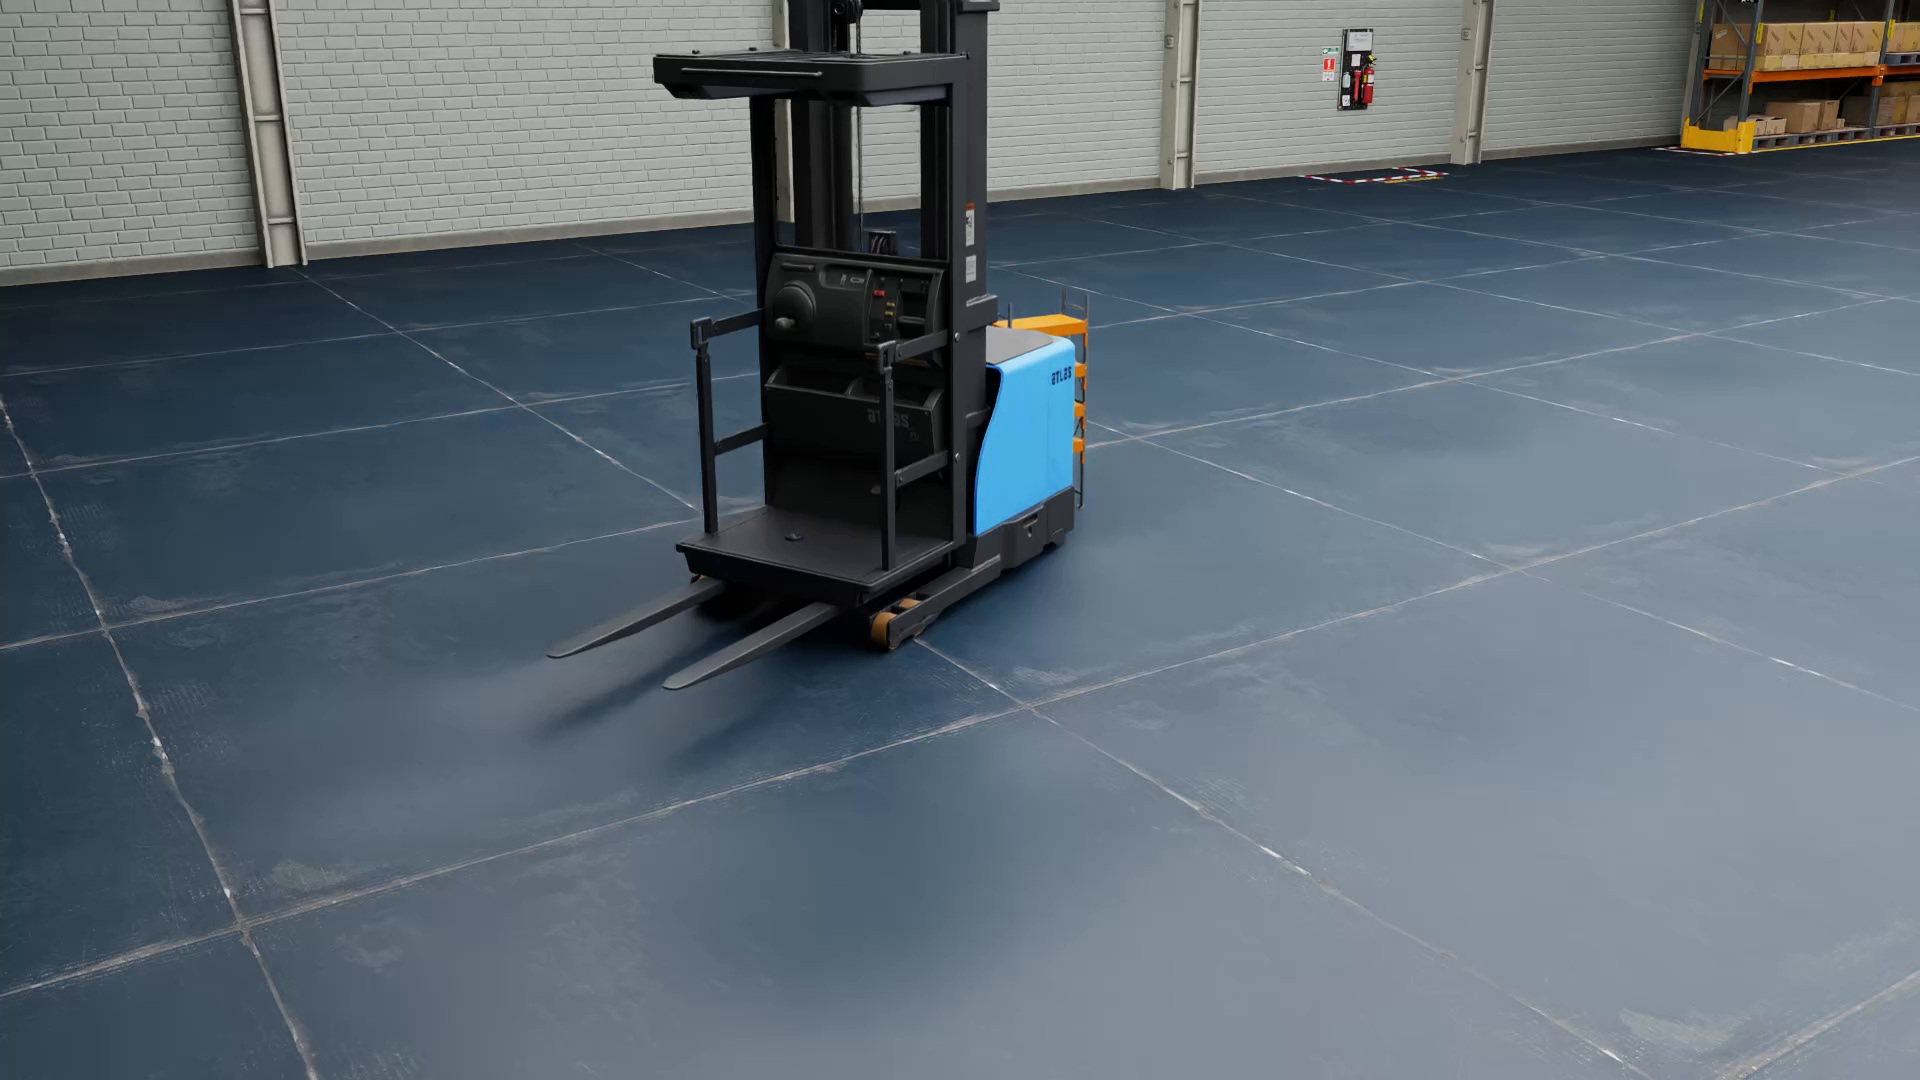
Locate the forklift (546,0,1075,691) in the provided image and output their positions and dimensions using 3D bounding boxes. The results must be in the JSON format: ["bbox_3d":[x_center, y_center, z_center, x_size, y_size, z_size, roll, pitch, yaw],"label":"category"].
[{"bbox_3d":[-0.595,-1.074,7.347,1.130,2.935,3.031,11,22,29],"label":"forklift"}]

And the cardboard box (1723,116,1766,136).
[{"bbox_3d":[13.588,-7.175,28.796,0.500,0.311,0.500,-15,24,-37],"label":"cardboard box"}]

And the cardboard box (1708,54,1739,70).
[{"bbox_3d":[13.244,-8.215,28.564,0.500,0.250,0.500,-12,22,-31],"label":"cardboard box"}]

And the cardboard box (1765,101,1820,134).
[{"bbox_3d":[14.704,-7.481,29.405,0.500,0.500,0.700,-14,23,-35],"label":"cardboard box"}]

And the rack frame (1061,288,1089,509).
[{"bbox_3d":[0.623,-0.775,9.163,0.015,1.200,0.240,-11,21,-29],"label":"rack frame"}]

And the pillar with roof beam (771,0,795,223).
[{"bbox_3d":[0.404,-7.017,15.450,0.400,9.000,9.100,-12,22,-31],"label":"pillar with roof beam"}]

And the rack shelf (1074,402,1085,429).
[{"bbox_3d":[0.413,-0.671,9.066,0.480,0.148,0.258,-11,21,-29],"label":"rack shelf"}]

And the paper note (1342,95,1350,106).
[{"bbox_3d":[5.788,-6.585,24.915,0.142,0.148,0.016,-12,22,-31],"label":"paper note"}]

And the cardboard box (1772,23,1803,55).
[{"bbox_3d":[13.943,-8.524,28.307,0.500,0.500,0.500,-12,22,-31],"label":"cardboard box"}]

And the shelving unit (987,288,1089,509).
[{"bbox_3d":[0.413,-0.735,9.044,0.503,1.200,0.258,-11,21,-29],"label":"shelving unit"}]

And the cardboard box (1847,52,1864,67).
[{"bbox_3d":[15.652,-8.535,29.511,0.500,0.250,0.500,-12,22,-31],"label":"cardboard box"}]

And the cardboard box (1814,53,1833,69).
[{"bbox_3d":[14.821,-8.354,28.974,0.500,0.250,0.500,-12,22,-31],"label":"cardboard box"}]

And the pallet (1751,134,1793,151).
[{"bbox_3d":[13.722,-6.969,29.028,1.213,0.211,1.003,-12,22,-31],"label":"pallet"}]

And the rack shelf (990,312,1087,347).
[{"bbox_3d":[0.413,-1.107,8.918,0.480,0.148,0.258,-11,21,-29],"label":"rack shelf"}]

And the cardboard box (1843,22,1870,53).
[{"bbox_3d":[15.663,-8.885,29.375,0.500,0.500,0.500,-12,22,-32],"label":"cardboard box"}]

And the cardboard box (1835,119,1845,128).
[{"bbox_3d":[15.871,-7.611,30.311,0.250,0.166,0.380,-16,24,-38],"label":"cardboard box"}]

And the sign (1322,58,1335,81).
[{"bbox_3d":[5.455,-6.962,24.600,0.234,0.329,0.001,-12,22,-31],"label":"sign"}]

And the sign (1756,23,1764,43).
[{"bbox_3d":[13.259,-8.408,27.578,0.005,0.325,0.100,-12,22,-31],"label":"sign"}]

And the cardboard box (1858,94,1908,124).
[{"bbox_3d":[17.311,-8.110,31.266,0.500,0.500,0.700,-12,22,-32],"label":"cardboard box"}]

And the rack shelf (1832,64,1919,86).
[{"bbox_3d":[17.972,-8.859,31.388,4.000,0.370,1.077,-12,22,-31],"label":"rack shelf"}]

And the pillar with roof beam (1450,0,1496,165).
[{"bbox_3d":[10.426,-9.131,21.702,0.400,9.000,9.100,-12,22,-31],"label":"pillar with roof beam"}]

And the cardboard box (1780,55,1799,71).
[{"bbox_3d":[13.969,-8.177,28.452,0.500,0.250,0.500,-13,22,-33],"label":"cardboard box"}]

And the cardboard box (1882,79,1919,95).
[{"bbox_3d":[17.705,-8.532,31.343,0.500,0.250,0.500,-13,22,-33],"label":"cardboard box"}]

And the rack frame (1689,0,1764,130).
[{"bbox_3d":[12.961,-8.143,28.146,0.127,3.000,1.000,-12,22,-31],"label":"rack frame"}]

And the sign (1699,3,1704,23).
[{"bbox_3d":[12.672,-8.993,28.360,0.005,0.325,0.100,-12,22,-31],"label":"sign"}]

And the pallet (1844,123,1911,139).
[{"bbox_3d":[16.951,-7.664,31.084,1.213,0.211,1.003,-12,22,-31],"label":"pallet"}]

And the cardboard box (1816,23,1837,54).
[{"bbox_3d":[14.803,-8.708,28.850,0.500,0.500,0.500,-11,22,-30],"label":"cardboard box"}]

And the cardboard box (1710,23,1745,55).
[{"bbox_3d":[13.237,-8.576,28.461,0.500,0.500,0.500,-12,22,-32],"label":"cardboard box"}]

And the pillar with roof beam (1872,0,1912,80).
[{"bbox_3d":[20.448,-11.245,27.955,0.400,9.000,9.100,-12,22,-31],"label":"pillar with roof beam"}]

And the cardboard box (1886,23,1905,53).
[{"bbox_3d":[16.745,-9.183,30.382,0.500,0.500,0.700,-12,22,-31],"label":"cardboard box"}]

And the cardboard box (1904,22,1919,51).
[{"bbox_3d":[17.749,-9.404,31.035,0.500,0.500,0.700,-9,21,-24],"label":"cardboard box"}]

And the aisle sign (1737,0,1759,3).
[{"bbox_3d":[13.066,-9.281,27.455,0.004,0.787,0.394,-12,22,-31],"label":"aisle sign"}]

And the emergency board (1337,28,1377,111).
[{"bbox_3d":[5.974,-7.015,24.812,0.643,1.169,0.194,-12,22,-31],"label":"emergency board"}]
